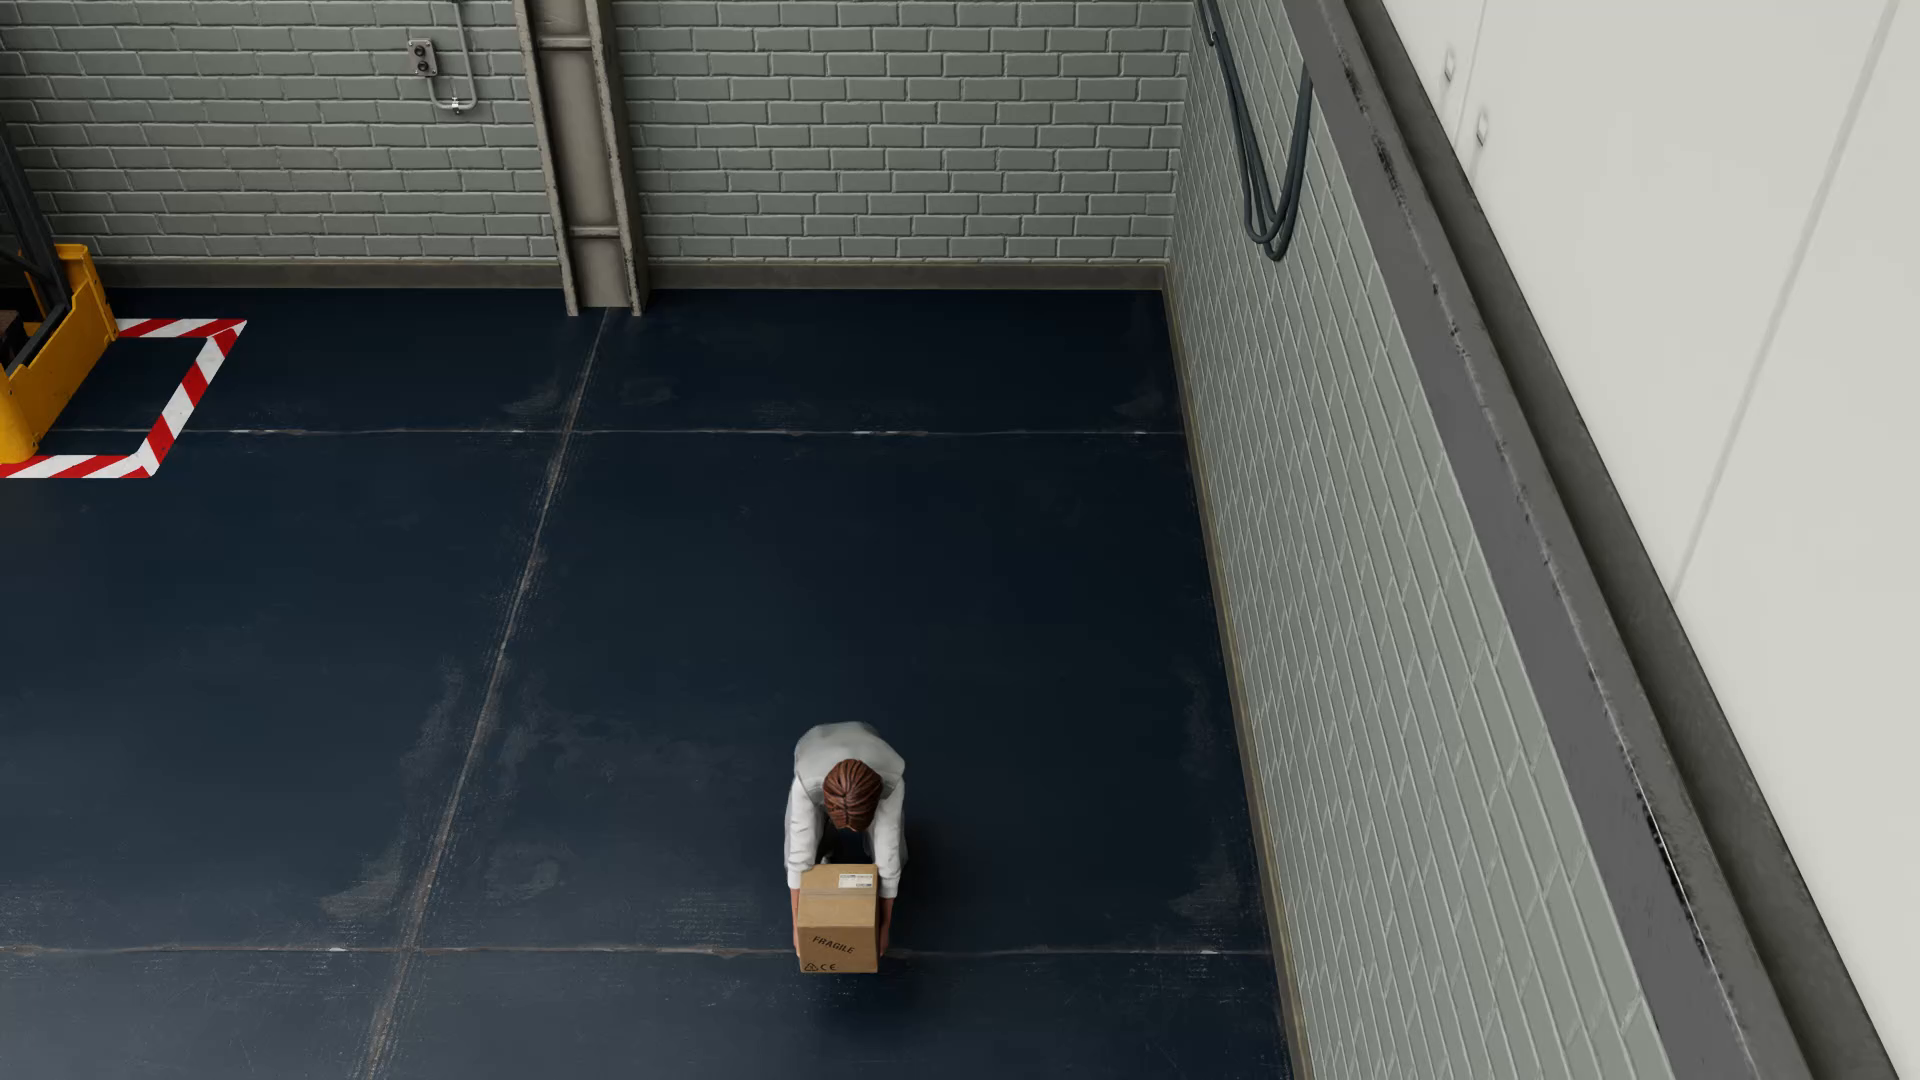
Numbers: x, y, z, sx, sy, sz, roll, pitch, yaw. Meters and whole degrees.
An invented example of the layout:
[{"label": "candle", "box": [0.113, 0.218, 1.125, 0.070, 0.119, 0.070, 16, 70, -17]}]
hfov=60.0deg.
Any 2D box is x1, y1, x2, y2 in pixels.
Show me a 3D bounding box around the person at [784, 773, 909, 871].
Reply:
[{"label": "person", "box": [-0.390, 0.972, 5.799, 0.425, 0.447, 0.522, -1, 40, -1]}]
